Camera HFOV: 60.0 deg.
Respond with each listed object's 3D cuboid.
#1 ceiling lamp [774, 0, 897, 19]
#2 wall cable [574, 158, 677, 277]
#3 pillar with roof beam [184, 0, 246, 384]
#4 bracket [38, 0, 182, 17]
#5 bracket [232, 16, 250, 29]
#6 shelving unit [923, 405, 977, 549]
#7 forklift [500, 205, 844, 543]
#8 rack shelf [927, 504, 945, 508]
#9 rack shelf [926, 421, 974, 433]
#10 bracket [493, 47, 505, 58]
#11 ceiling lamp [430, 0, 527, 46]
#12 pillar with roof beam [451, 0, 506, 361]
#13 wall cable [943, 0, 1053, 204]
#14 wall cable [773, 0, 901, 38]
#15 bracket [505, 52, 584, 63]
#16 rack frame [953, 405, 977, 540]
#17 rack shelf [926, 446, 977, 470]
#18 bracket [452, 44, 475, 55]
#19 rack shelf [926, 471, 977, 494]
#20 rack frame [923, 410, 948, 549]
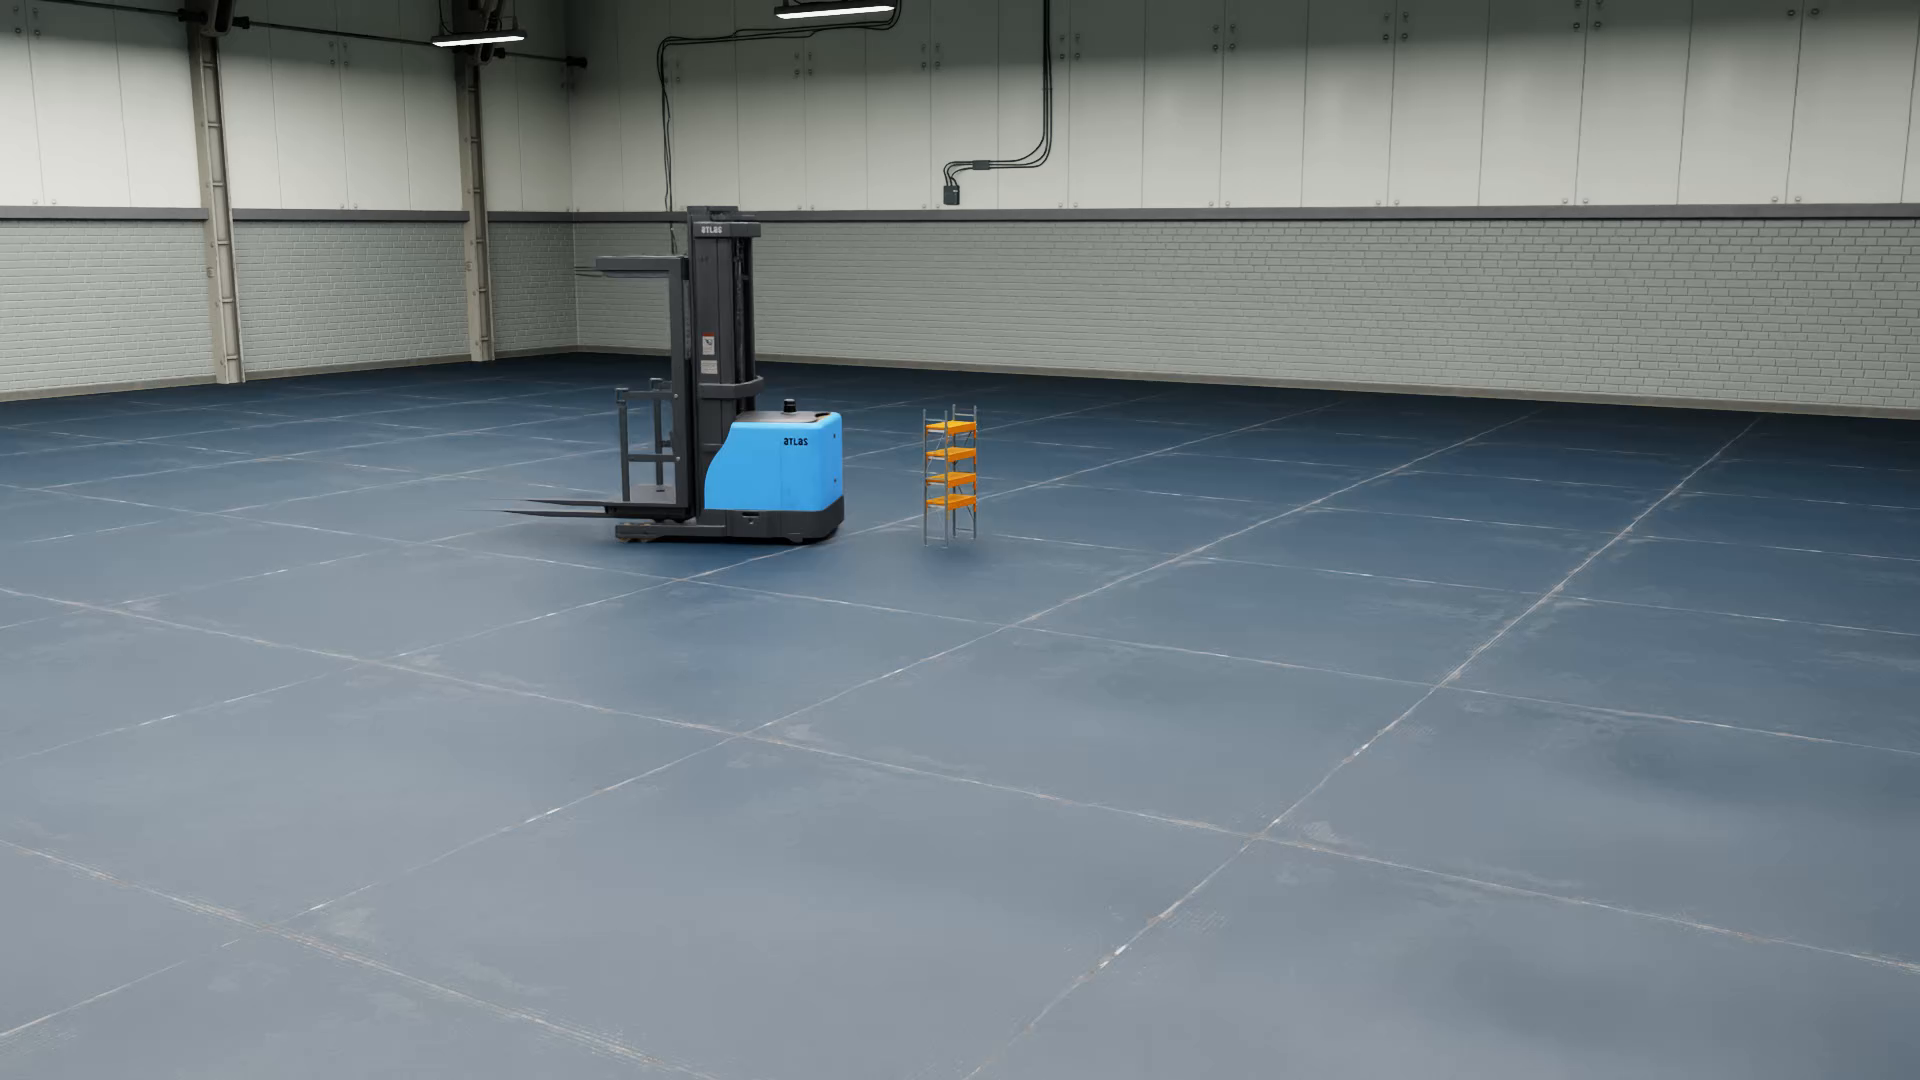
[{"bbox_3d":[-1.713,-9.318,24.325,2.000,3.185,0.800,6,12,31],"label":"ceiling lamp"},{"bbox_3d":[-7.423,-7.027,36.389,3.097,2.526,0.112,6,12,31],"label":"wall cable"},{"bbox_3d":[-9.518,-6.862,27.066,9.100,9.000,0.400,6,12,31],"label":"pillar with roof beam"},{"bbox_3d":[-14.447,-8.538,26.237,0.076,0.066,4.783,6,12,31],"label":"bracket"},{"bbox_3d":[-12.679,-9.074,29.099,0.235,0.232,0.430,6,12,31],"label":"bracket"},{"bbox_3d":[-0.086,-0.564,14.619,0.258,1.200,0.503,6,12,31],"label":"shelving unit"},{"bbox_3d":[-2.634,-1.514,14.990,3.031,2.935,1.130,1,11,7],"label":"forklift"},{"bbox_3d":[-0.086,-0.331,14.663,0.199,0.029,0.442,6,12,31],"label":"rack shelf"},{"bbox_3d":[-0.086,-0.988,14.540,0.221,0.050,0.457,6,12,31],"label":"rack shelf"},{"bbox_3d":[-9.564,-10.017,34.140,0.235,0.232,0.430,6,12,31],"label":"bracket"},{"bbox_3d":[-8.029,-10.024,28.096,2.000,3.185,0.800,6,12,31],"label":"ceiling lamp"},{"bbox_3d":[-6.403,-7.805,32.106,9.100,9.000,0.548,6,12,31],"label":"pillar with roof beam"},{"bbox_3d":[0.683,-9.316,30.932,2.305,6.003,0.169,6,12,31],"label":"wall cable"},{"bbox_3d":[-2.466,-11.191,32.546,3.097,2.526,0.112,6,12,31],"label":"wall cable"},{"bbox_3d":[-8.640,-10.297,35.634,0.076,0.066,3.189,6,12,31],"label":"bracket"},{"bbox_3d":[0.041,-0.602,14.824,0.240,1.200,0.015,6,12,31],"label":"rack frame"},{"bbox_3d":[-0.086,-0.717,14.590,0.258,0.148,0.480,6,12,31],"label":"rack shelf"},{"bbox_3d":[-9.995,-9.887,33.442,0.235,0.232,0.430,6,12,31],"label":"bracket"},{"bbox_3d":[-0.086,-0.498,14.632,0.258,0.148,0.480,6,12,31],"label":"rack shelf"},{"bbox_3d":[-0.213,-0.525,14.414,0.240,1.200,0.015,6,12,31],"label":"rack frame"}]
